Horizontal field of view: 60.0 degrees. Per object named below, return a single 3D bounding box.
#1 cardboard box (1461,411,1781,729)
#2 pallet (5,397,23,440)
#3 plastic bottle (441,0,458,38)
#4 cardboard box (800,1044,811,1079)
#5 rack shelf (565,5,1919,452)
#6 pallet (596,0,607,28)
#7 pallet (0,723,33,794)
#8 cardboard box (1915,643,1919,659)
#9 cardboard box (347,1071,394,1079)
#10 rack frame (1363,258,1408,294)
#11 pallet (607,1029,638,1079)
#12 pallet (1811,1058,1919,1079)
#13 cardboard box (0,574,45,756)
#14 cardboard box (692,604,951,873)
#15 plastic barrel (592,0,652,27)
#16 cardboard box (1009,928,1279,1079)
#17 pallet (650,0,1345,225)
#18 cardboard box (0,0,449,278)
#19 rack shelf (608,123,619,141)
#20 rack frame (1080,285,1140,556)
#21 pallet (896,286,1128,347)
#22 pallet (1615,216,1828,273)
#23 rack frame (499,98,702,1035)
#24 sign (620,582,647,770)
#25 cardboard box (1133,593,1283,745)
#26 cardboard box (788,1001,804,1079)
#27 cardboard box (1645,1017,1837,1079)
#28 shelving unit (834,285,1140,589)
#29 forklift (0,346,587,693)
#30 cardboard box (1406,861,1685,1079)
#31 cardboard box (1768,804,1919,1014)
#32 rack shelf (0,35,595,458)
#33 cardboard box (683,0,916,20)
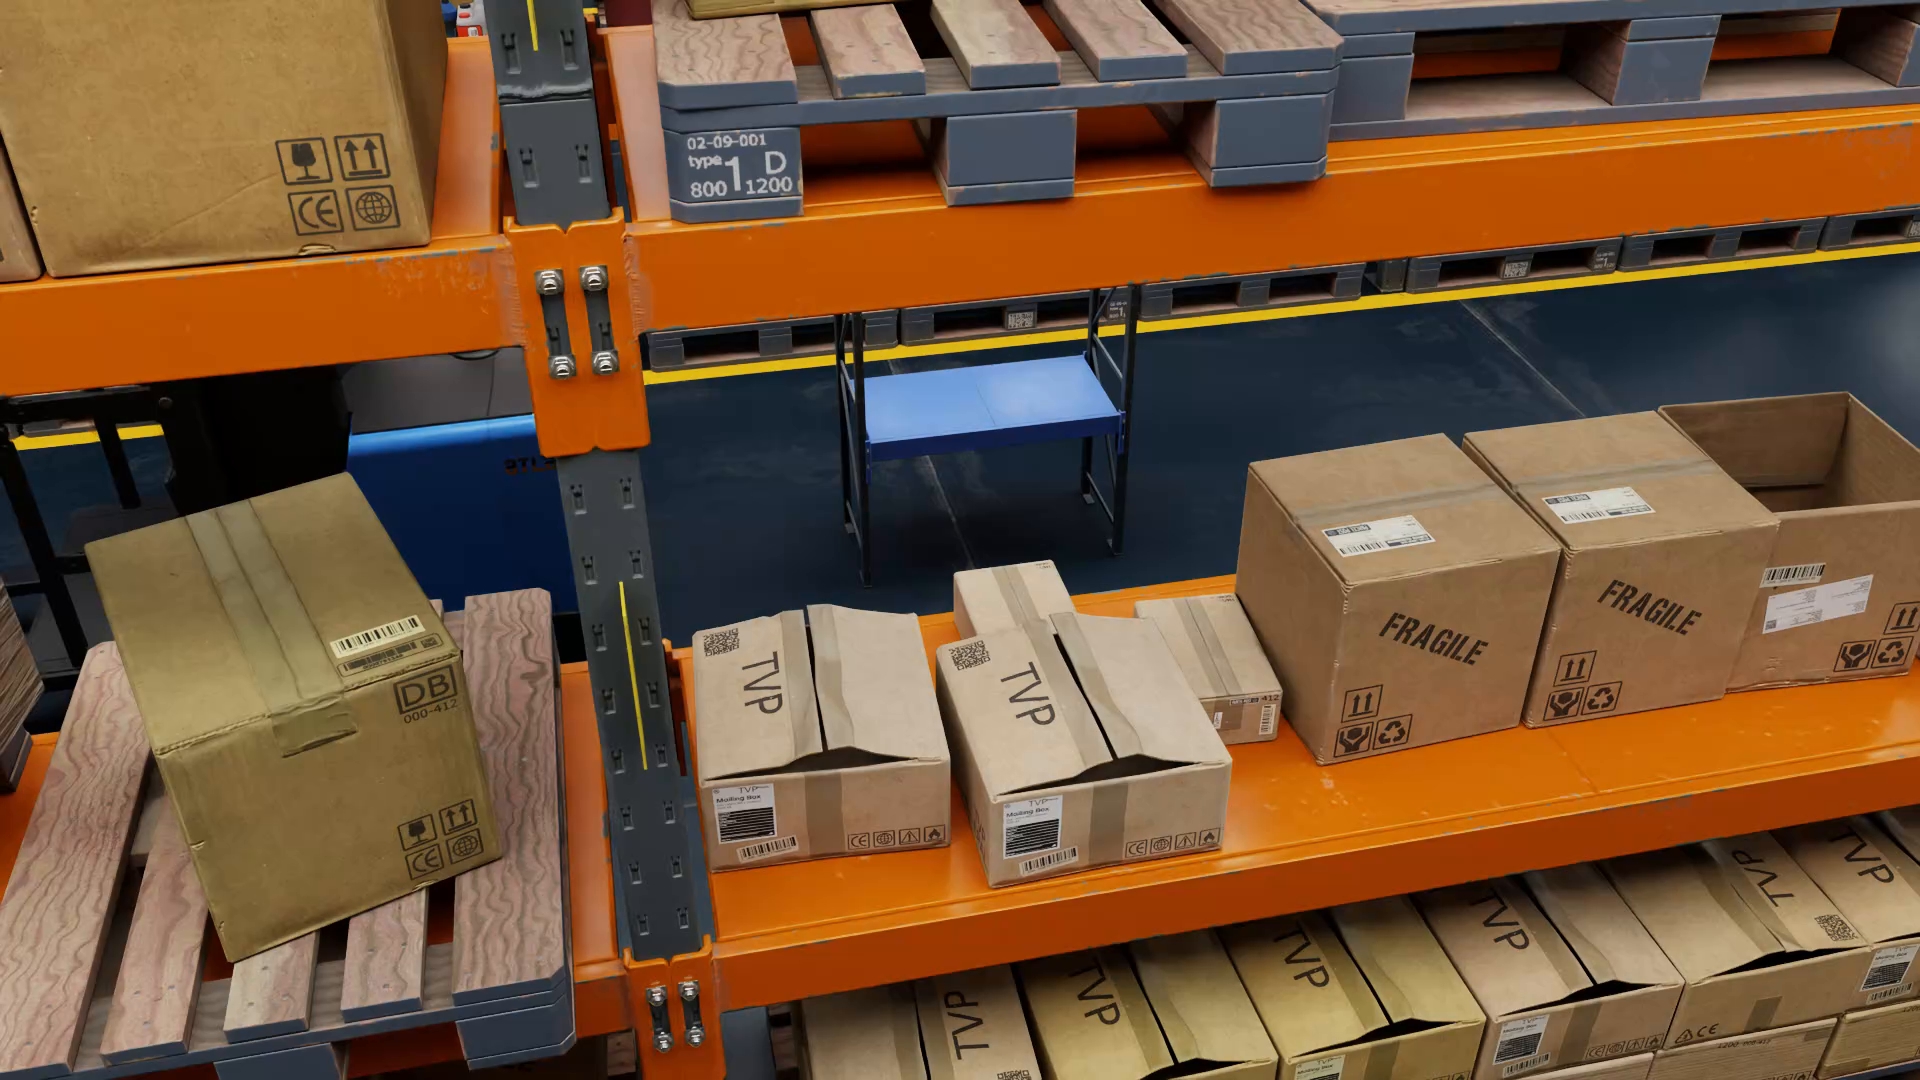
[{"bbox_3d":[1.477,0.059,3.880,0.500,0.500,0.500,-7,35,-10],"label":"cardboard box"},{"bbox_3d":[-4.898,-0.734,7.655,1.213,0.211,1.003,-7,35,-11],"label":"pallet"},{"bbox_3d":[-2.371,-2.381,7.722,0.097,0.271,0.097,0,34,0],"label":"plastic bottle"},{"bbox_3d":[-0.094,1.443,3.998,0.500,0.250,0.500,-7,35,-11],"label":"cardboard box"},{"bbox_3d":[1.281,-0.812,3.222,4.000,0.370,1.077,-7,35,-11],"label":"rack shelf"},{"bbox_3d":[-2.088,-3.941,12.433,1.213,0.211,1.003,-7,35,-11],"label":"pallet"},{"bbox_3d":[-2.565,0.702,3.184,1.213,0.211,1.003,-7,35,-11],"label":"pallet"},{"bbox_3d":[2.415,0.153,3.951,0.258,0.266,0.396,-8,35,-12],"label":"cardboard box"},{"bbox_3d":[-1.530,1.479,3.703,0.500,0.500,0.500,-6,34,-9],"label":"cardboard box"},{"bbox_3d":[2.143,-2.804,8.236,0.127,3.000,1.000,-7,35,-11],"label":"rack frame"},{"bbox_3d":[-1.406,1.610,4.162,1.213,0.211,1.003,-7,35,-11],"label":"pallet"},{"bbox_3d":[2.522,1.159,4.834,1.213,0.211,1.003,-7,35,-11],"label":"pallet"},{"bbox_3d":[-2.193,0.312,3.126,0.500,0.500,0.700,-1,34,-2],"label":"cardboard box"},{"bbox_3d":[-0.305,0.397,3.547,0.500,0.311,0.500,-5,34,-8],"label":"cardboard box"},{"bbox_3d":[-1.373,-2.590,7.796,0.708,0.536,0.600,-7,35,-11],"label":"plastic barrel"},{"bbox_3d":[0.417,1.141,3.945,0.500,0.311,0.500,-8,35,-12],"label":"cardboard box"},{"bbox_3d":[-0.027,-0.918,2.904,1.003,0.211,1.213,-6,34,-8],"label":"pallet"},{"bbox_3d":[-1.087,-0.834,2.520,0.500,0.500,0.910,-7,35,-11],"label":"cardboard box"},{"bbox_3d":[0.192,-2.259,8.070,4.000,0.370,1.077,-7,35,-11],"label":"rack shelf"},{"bbox_3d":[0.579,-0.696,6.441,0.032,1.500,0.500,-7,35,-11],"label":"rack frame"},{"bbox_3d":[0.193,-1.376,8.611,1.213,0.211,1.003,-7,35,-11],"label":"pallet"},{"bbox_3d":[4.000,-1.857,9.328,1.213,0.211,1.003,-7,35,-11],"label":"pallet"},{"bbox_3d":[-0.669,0.381,3.491,0.127,3.000,1.000,-7,35,-11],"label":"rack frame"},{"bbox_3d":[-0.540,0.227,2.752,0.005,0.325,0.100,-7,35,-11],"label":"sign"},{"bbox_3d":[0.562,0.298,3.840,0.250,0.149,0.380,-5,34,-7],"label":"cardboard box"},{"bbox_3d":[-0.210,1.151,4.434,0.500,0.250,0.500,-6,34,-9],"label":"cardboard box"},{"bbox_3d":[1.899,1.189,4.377,0.500,0.250,0.500,-6,34,-9],"label":"cardboard box"},{"bbox_3d":[0.083,-0.633,6.348,1.048,1.500,0.538,-7,35,-11],"label":"shelving unit"},{"bbox_3d":[-2.758,-0.812,5.330,3.031,2.935,1.130,-8,35,-11],"label":"forklift"},{"bbox_3d":[1.416,1.016,4.131,0.500,0.311,0.500,-8,35,-11],"label":"cardboard box"},{"bbox_3d":[2.394,0.897,4.310,0.500,0.311,0.500,-6,34,-9],"label":"cardboard box"},{"bbox_3d":[-2.620,-0.320,2.489,4.000,0.370,1.077,-7,35,-11],"label":"rack shelf"},{"bbox_3d":[-0.239,-1.063,2.708,0.500,0.250,0.500,-10,35,-14],"label":"cardboard box"}]
